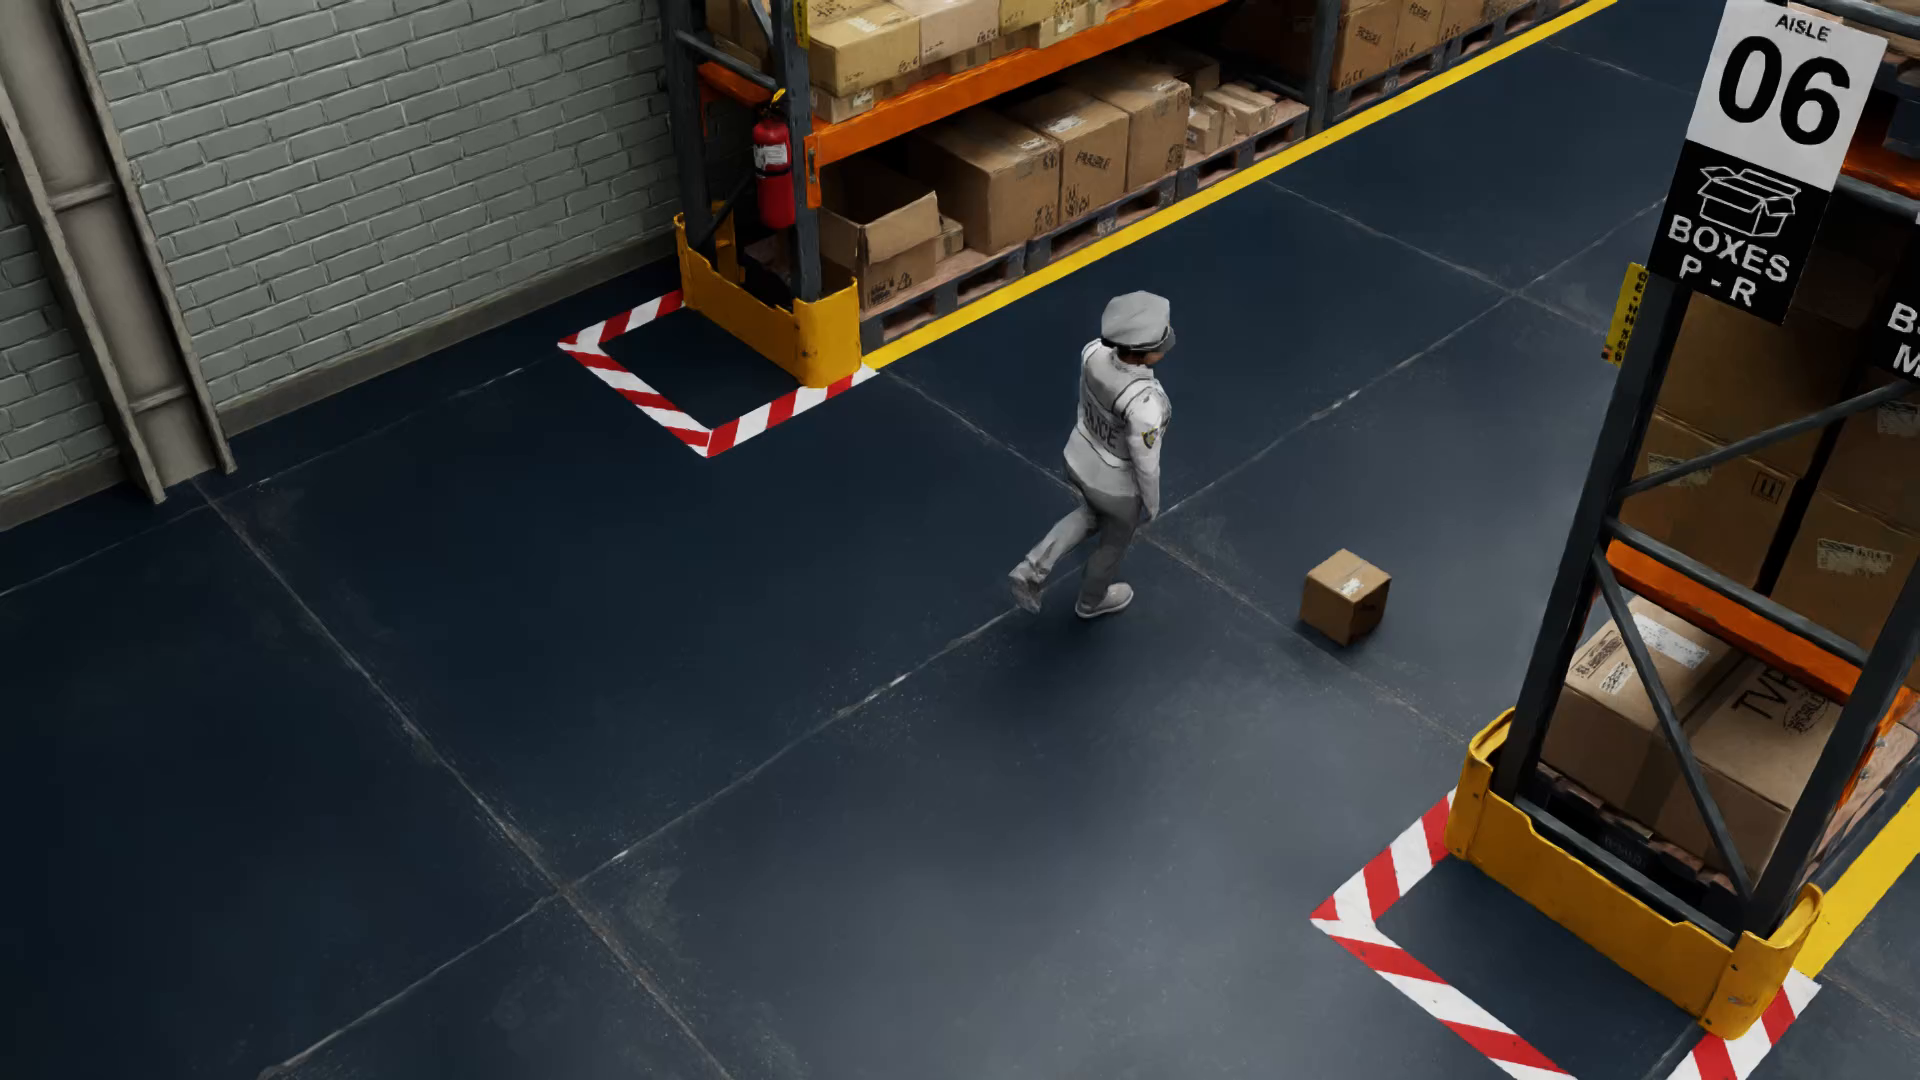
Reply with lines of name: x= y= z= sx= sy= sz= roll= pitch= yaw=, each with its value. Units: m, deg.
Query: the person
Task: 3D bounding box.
person: x=0.550 y=-0.246 z=6.434 sx=0.555 sy=1.651 sz=0.546 roll=-19 pitch=44 yaw=-21
